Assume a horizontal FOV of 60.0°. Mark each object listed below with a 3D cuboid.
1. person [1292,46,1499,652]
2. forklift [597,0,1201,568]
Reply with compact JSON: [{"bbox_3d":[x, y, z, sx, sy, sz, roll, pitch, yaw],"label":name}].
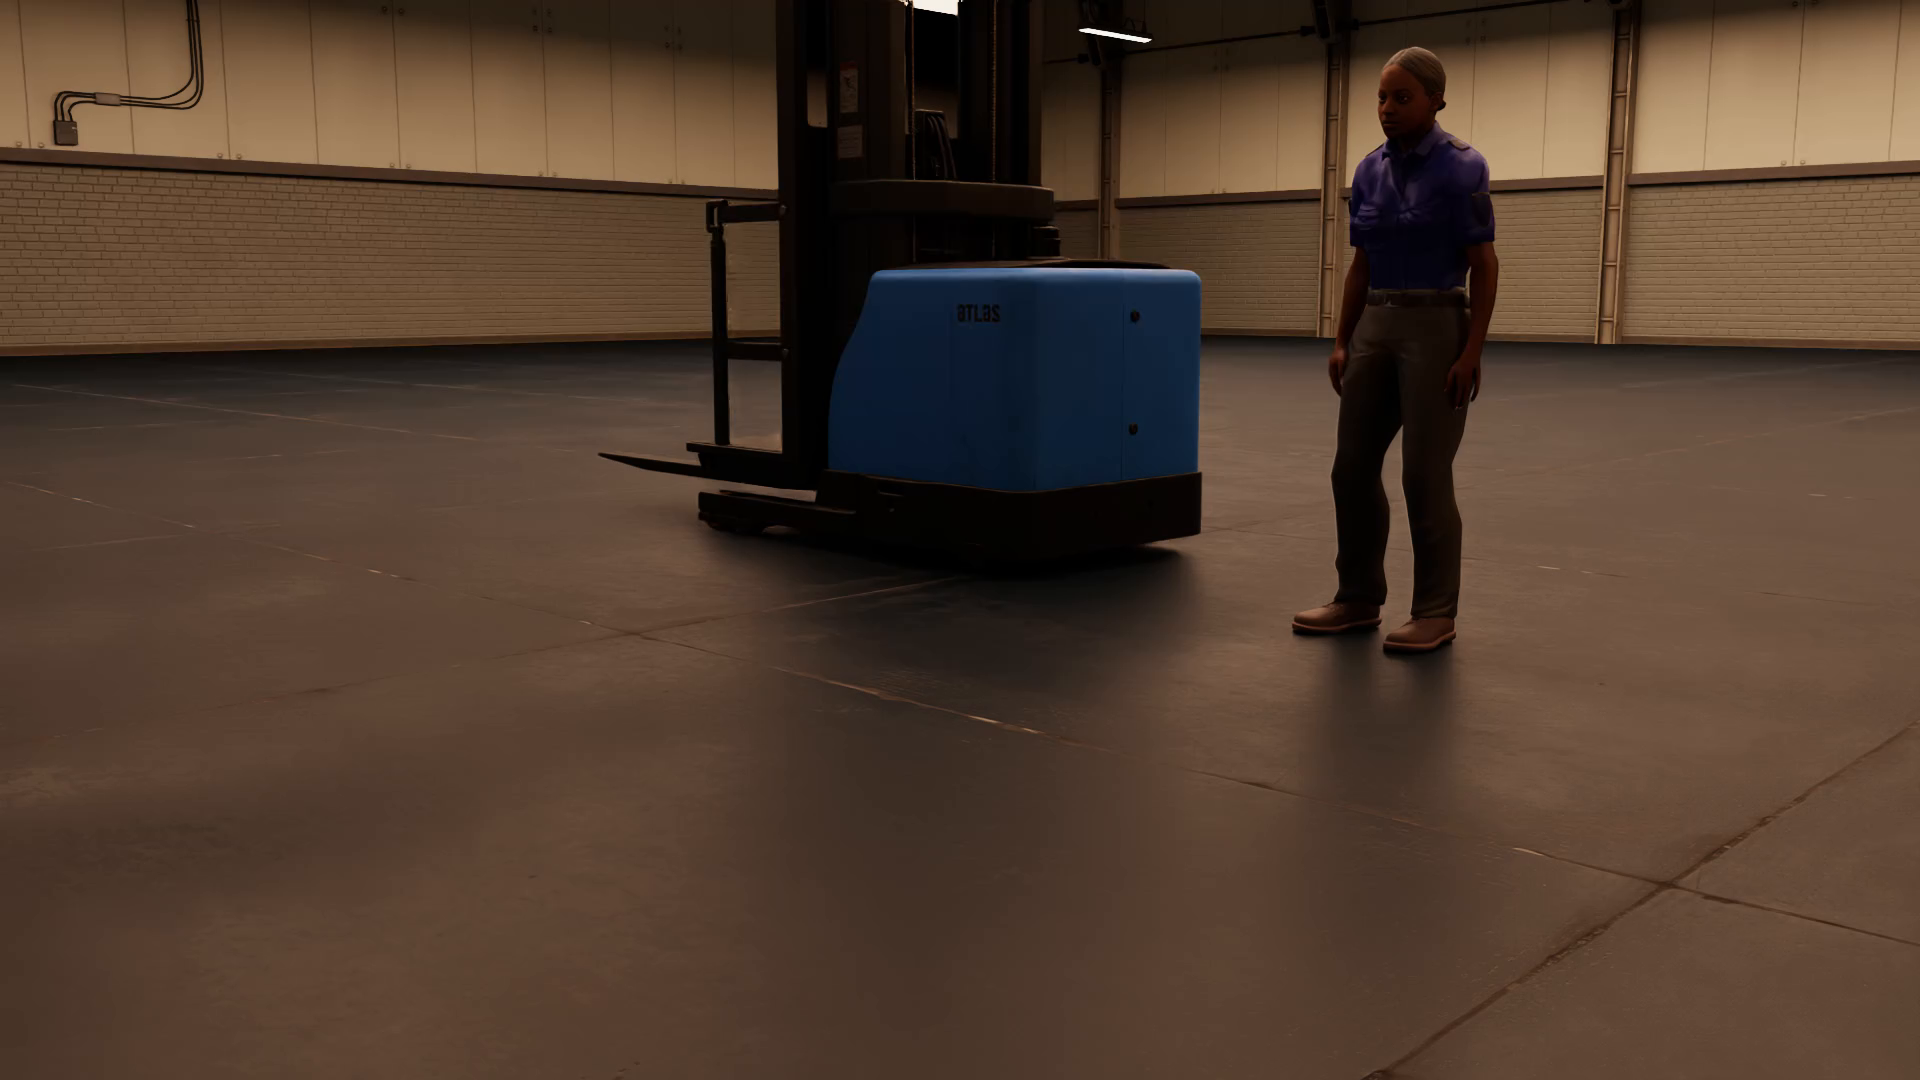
[{"bbox_3d":[1.254,-0.532,4.705,0.349,1.653,0.528,-7,11,-37],"label":"person"},{"bbox_3d":[-0.455,-1.516,6.941,1.130,2.935,3.031,-8,12,-43],"label":"forklift"}]
